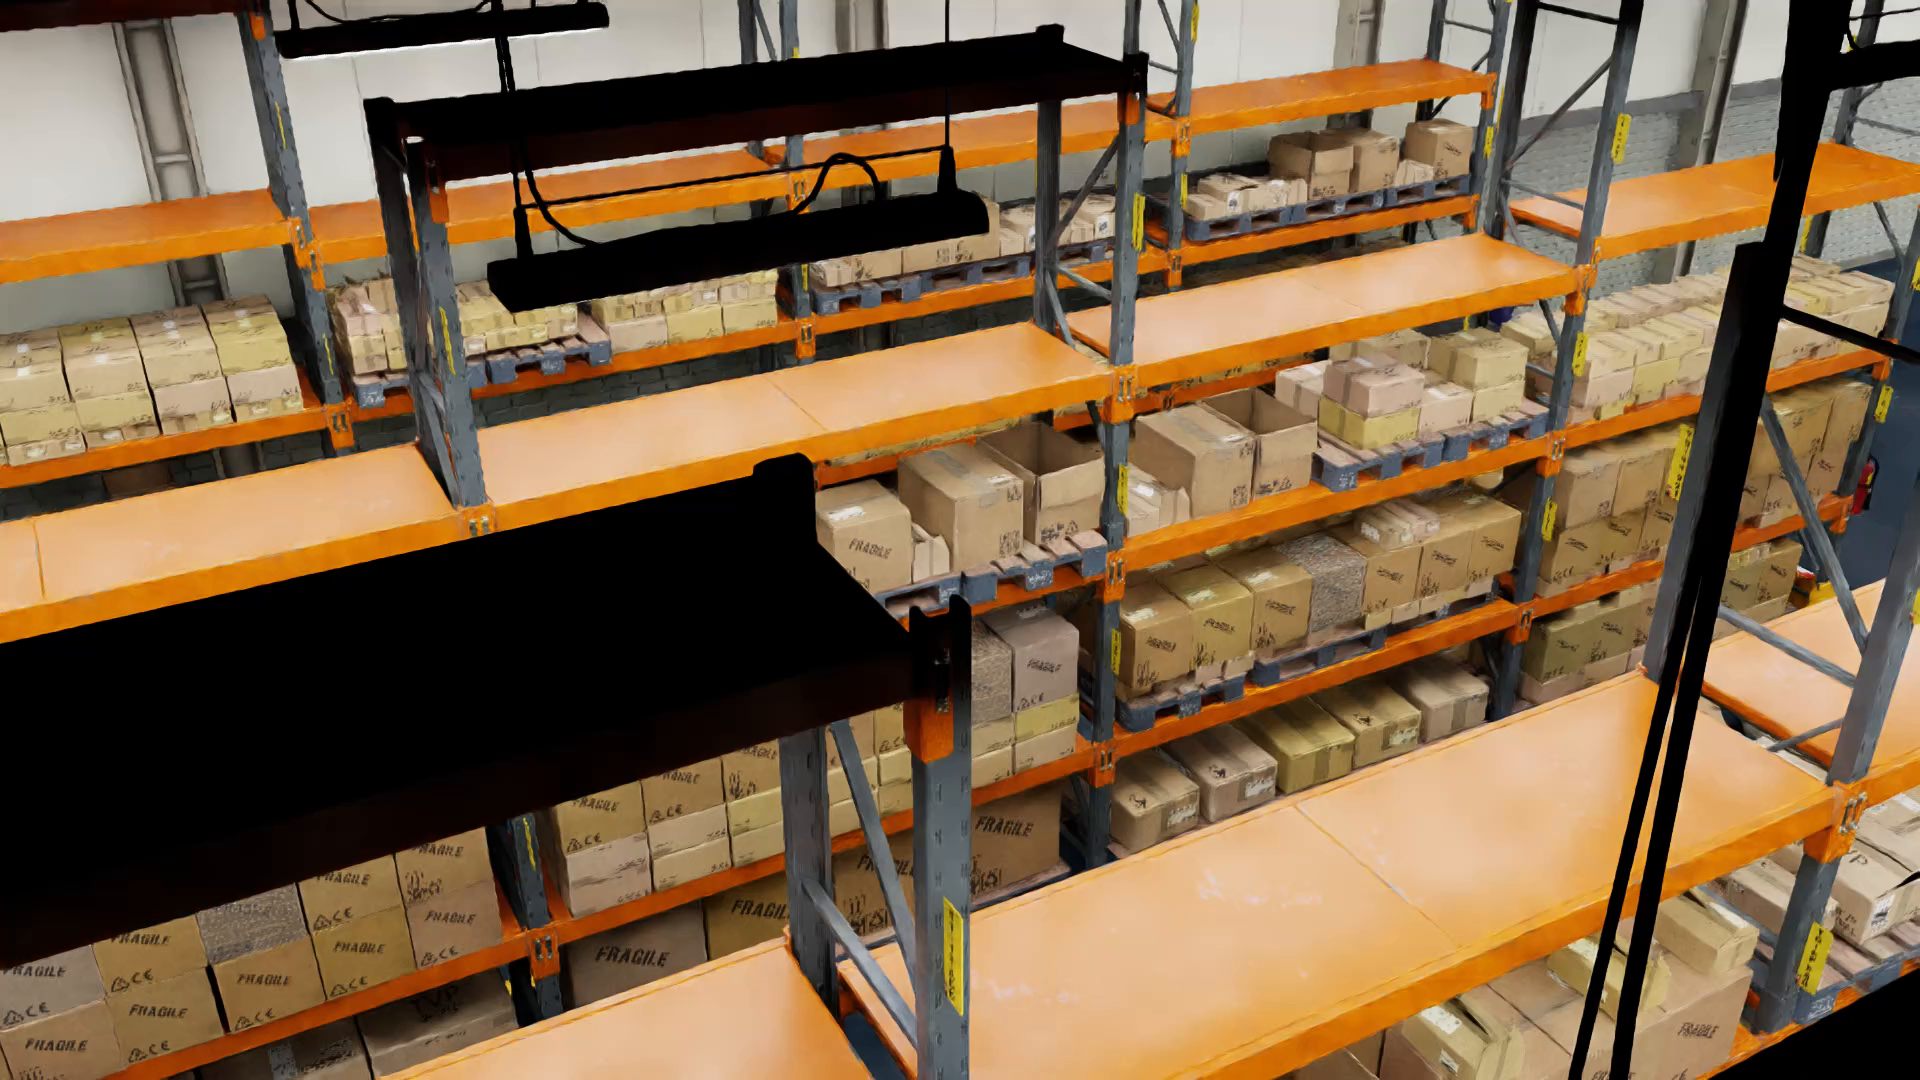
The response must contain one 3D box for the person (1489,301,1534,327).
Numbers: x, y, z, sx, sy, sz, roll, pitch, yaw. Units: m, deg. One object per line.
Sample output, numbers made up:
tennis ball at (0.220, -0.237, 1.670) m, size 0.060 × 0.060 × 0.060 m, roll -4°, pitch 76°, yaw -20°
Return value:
person at (6.656, -2.782, 20.551) m, size 0.800 × 1.588 × 0.635 m, roll -11°, pitch 30°, yaw -20°
